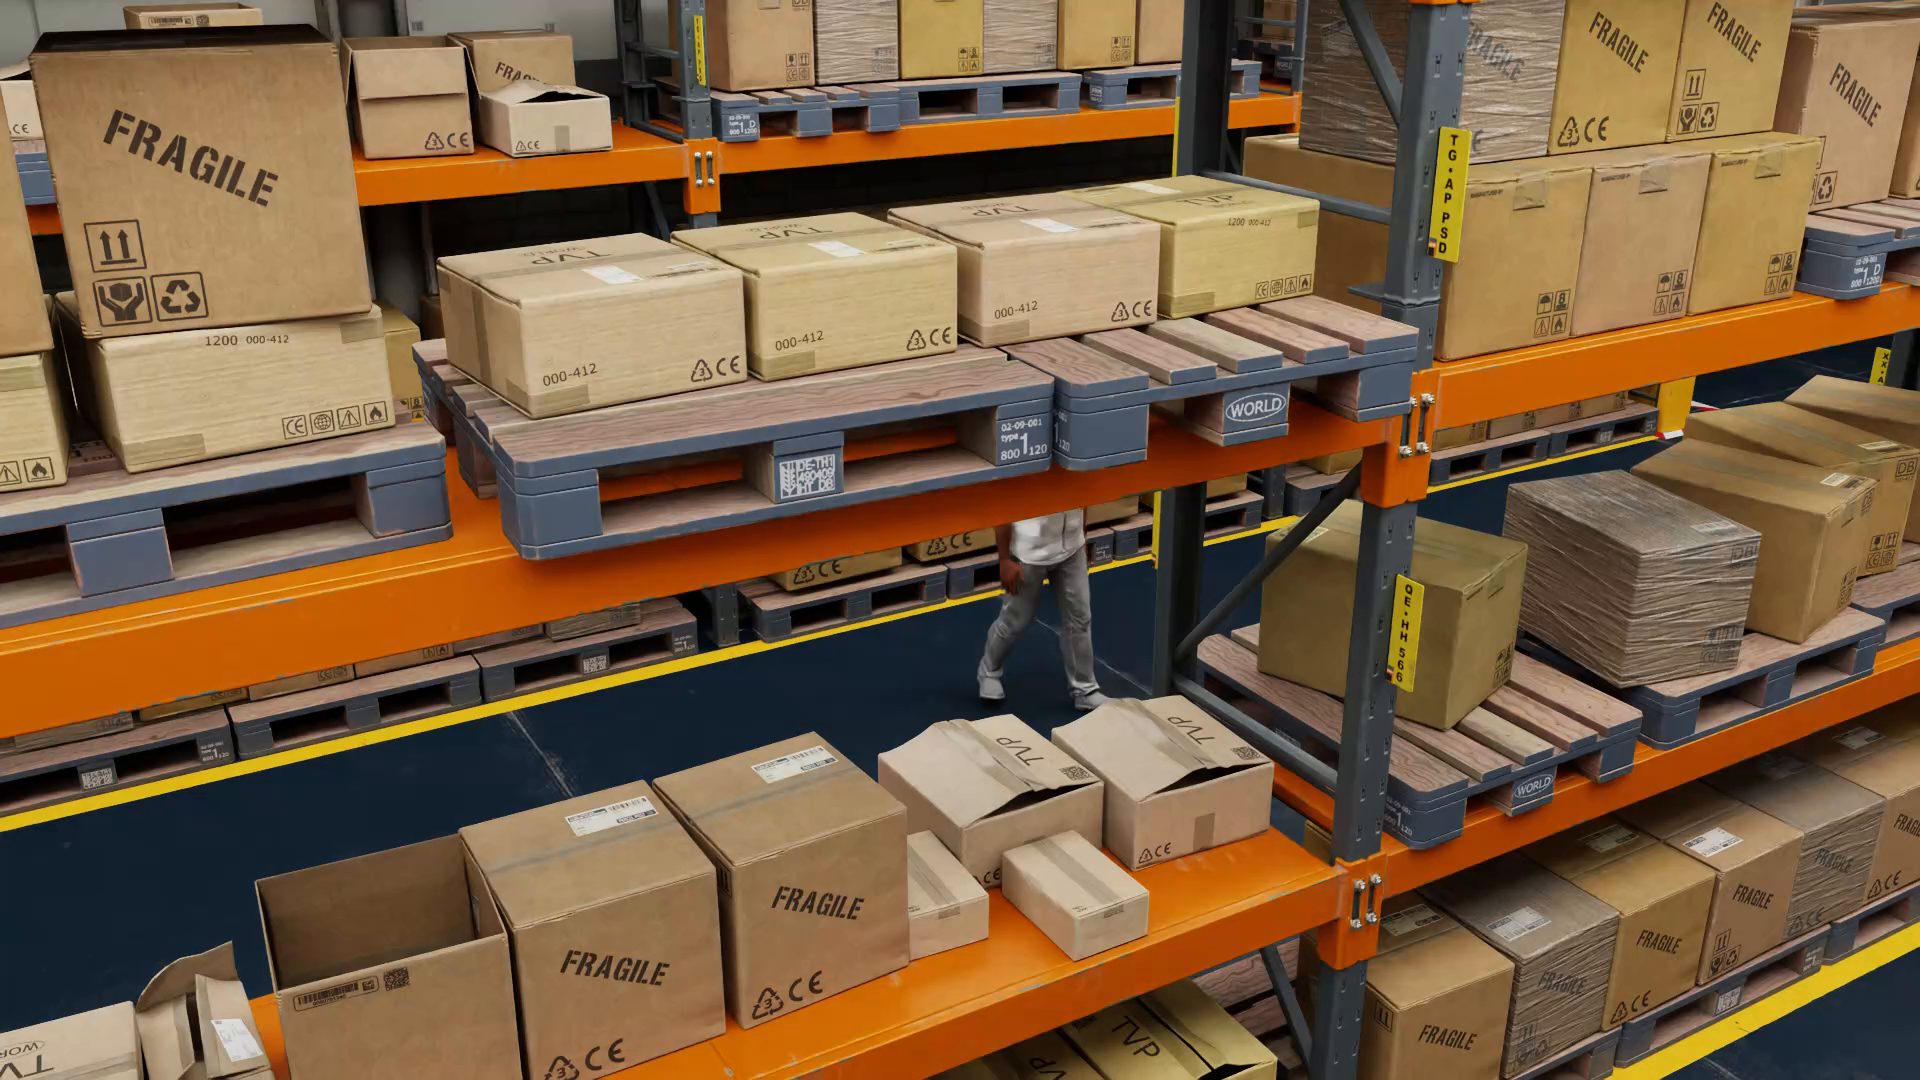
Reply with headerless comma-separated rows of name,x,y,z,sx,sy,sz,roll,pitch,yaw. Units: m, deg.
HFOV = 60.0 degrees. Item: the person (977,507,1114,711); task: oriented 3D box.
person,0.445,0.060,8.416,0.592,1.763,0.767,-15,26,-34
